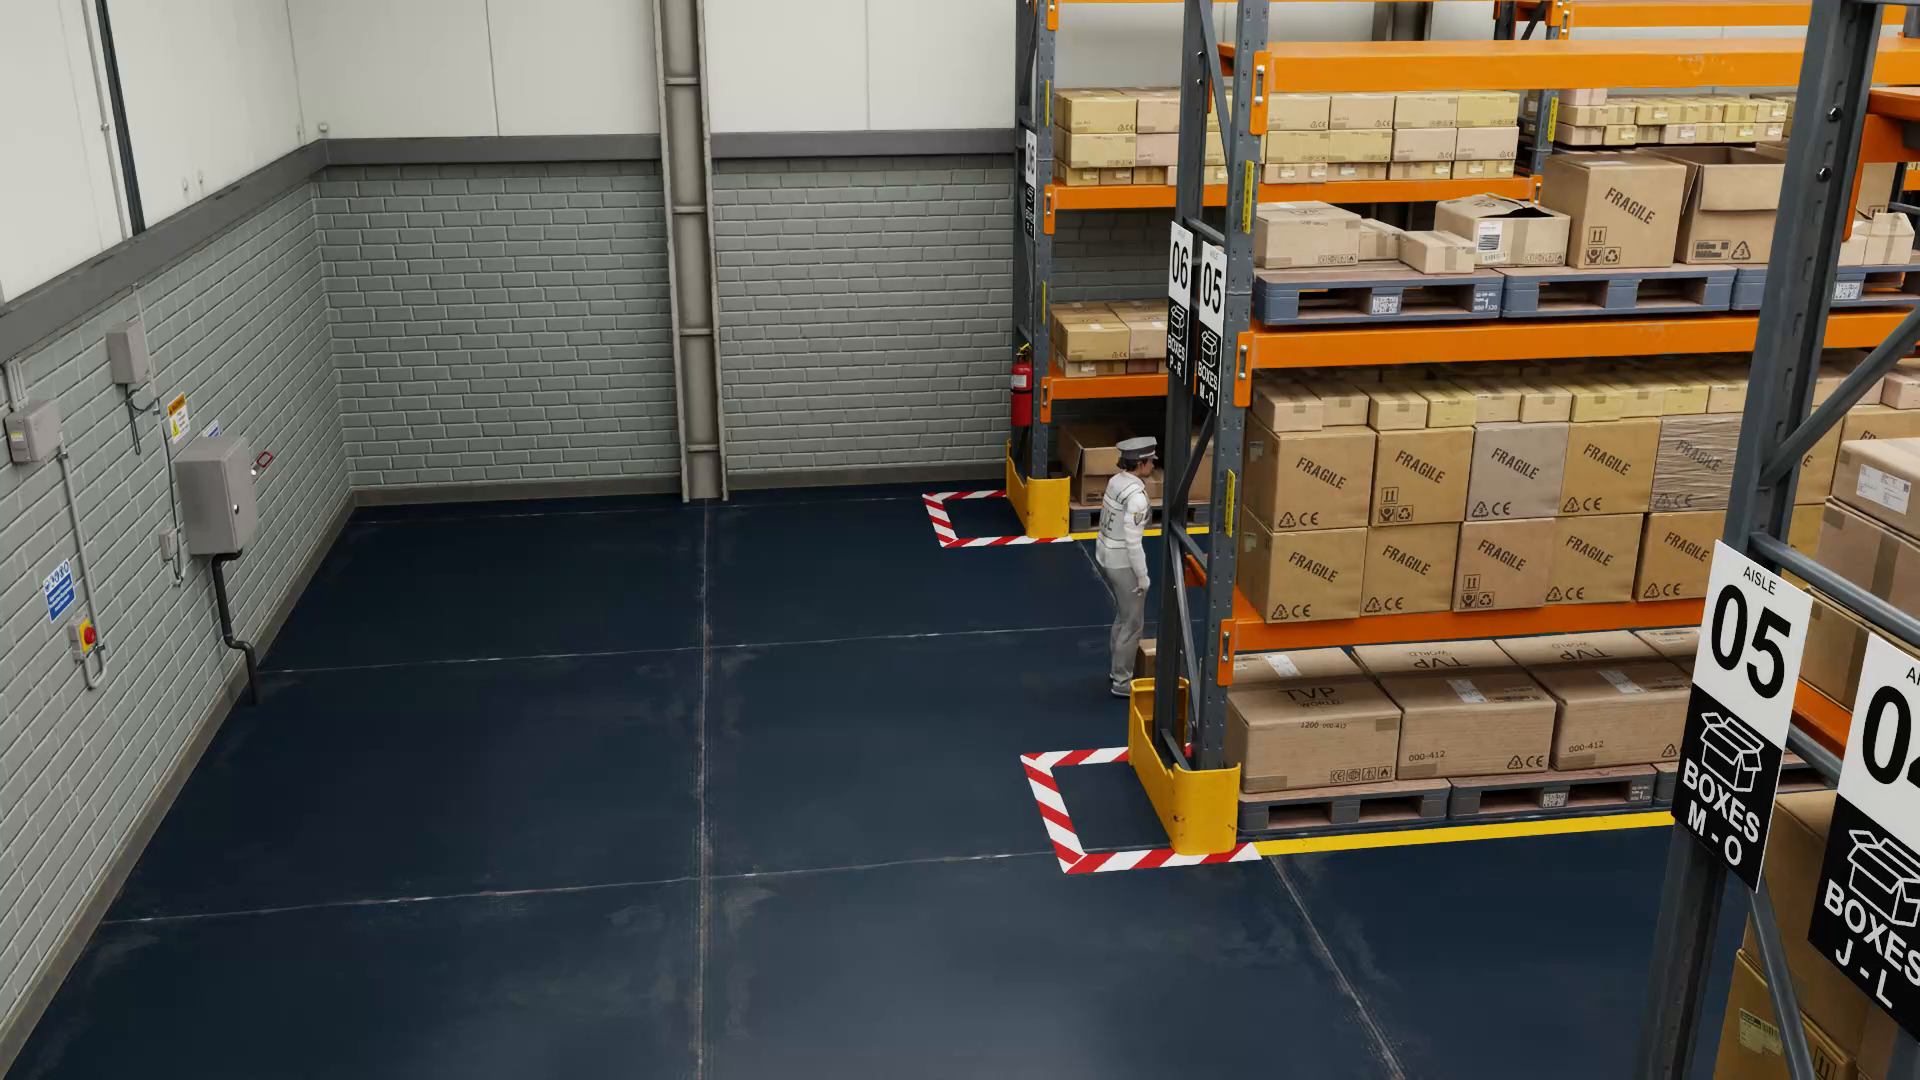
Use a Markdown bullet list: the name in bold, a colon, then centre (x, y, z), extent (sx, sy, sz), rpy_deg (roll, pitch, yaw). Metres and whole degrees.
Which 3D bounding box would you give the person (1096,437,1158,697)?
- **person**: centre (1.083, 0.157, 10.636), extent (0.407, 1.667, 0.545), rpy_deg (-4, 20, -10)
